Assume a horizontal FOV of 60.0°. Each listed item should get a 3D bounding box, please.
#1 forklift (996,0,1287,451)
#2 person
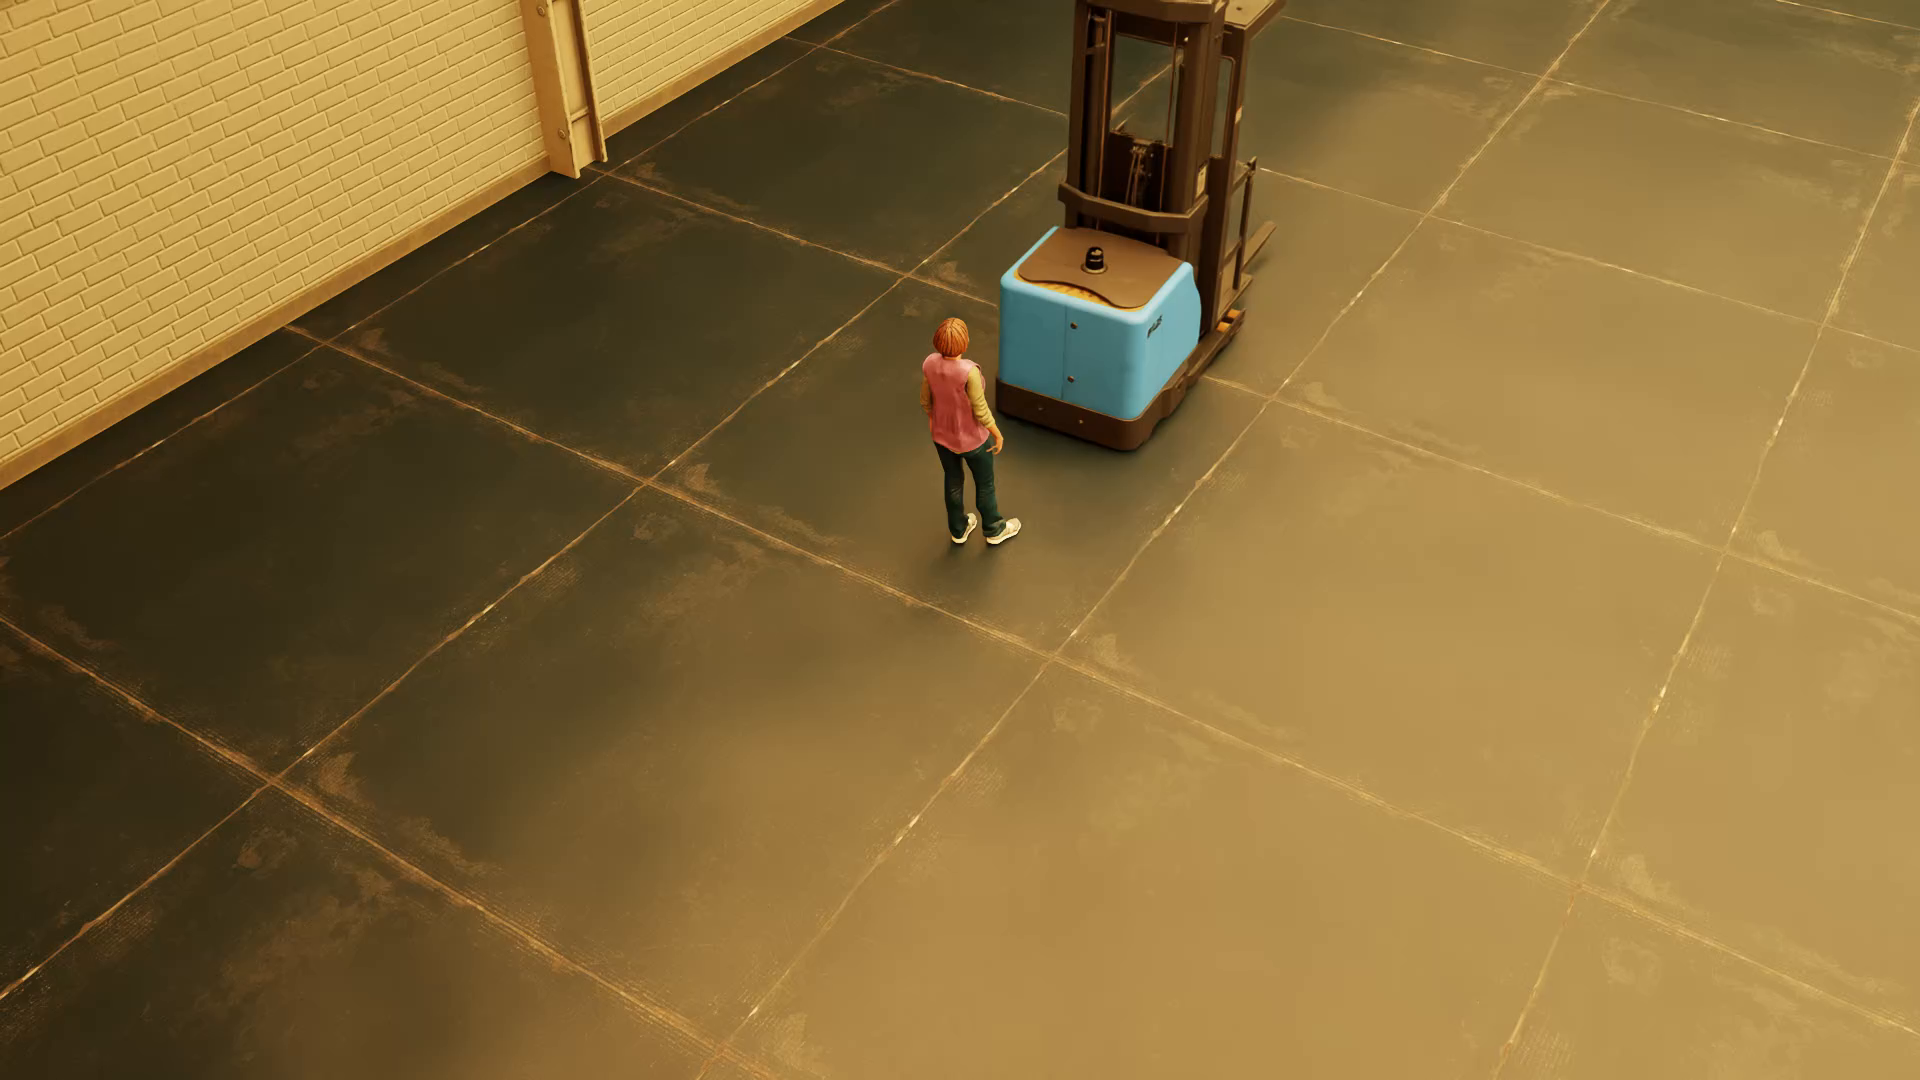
[{"bbox_3d":[1.398,-2.638,11.081,1.130,2.935,3.031,20,44,22],"label":"forklift"},{"bbox_3d":[0.051,-0.643,9.761,0.520,1.578,0.475,22,45,24],"label":"person"}]
